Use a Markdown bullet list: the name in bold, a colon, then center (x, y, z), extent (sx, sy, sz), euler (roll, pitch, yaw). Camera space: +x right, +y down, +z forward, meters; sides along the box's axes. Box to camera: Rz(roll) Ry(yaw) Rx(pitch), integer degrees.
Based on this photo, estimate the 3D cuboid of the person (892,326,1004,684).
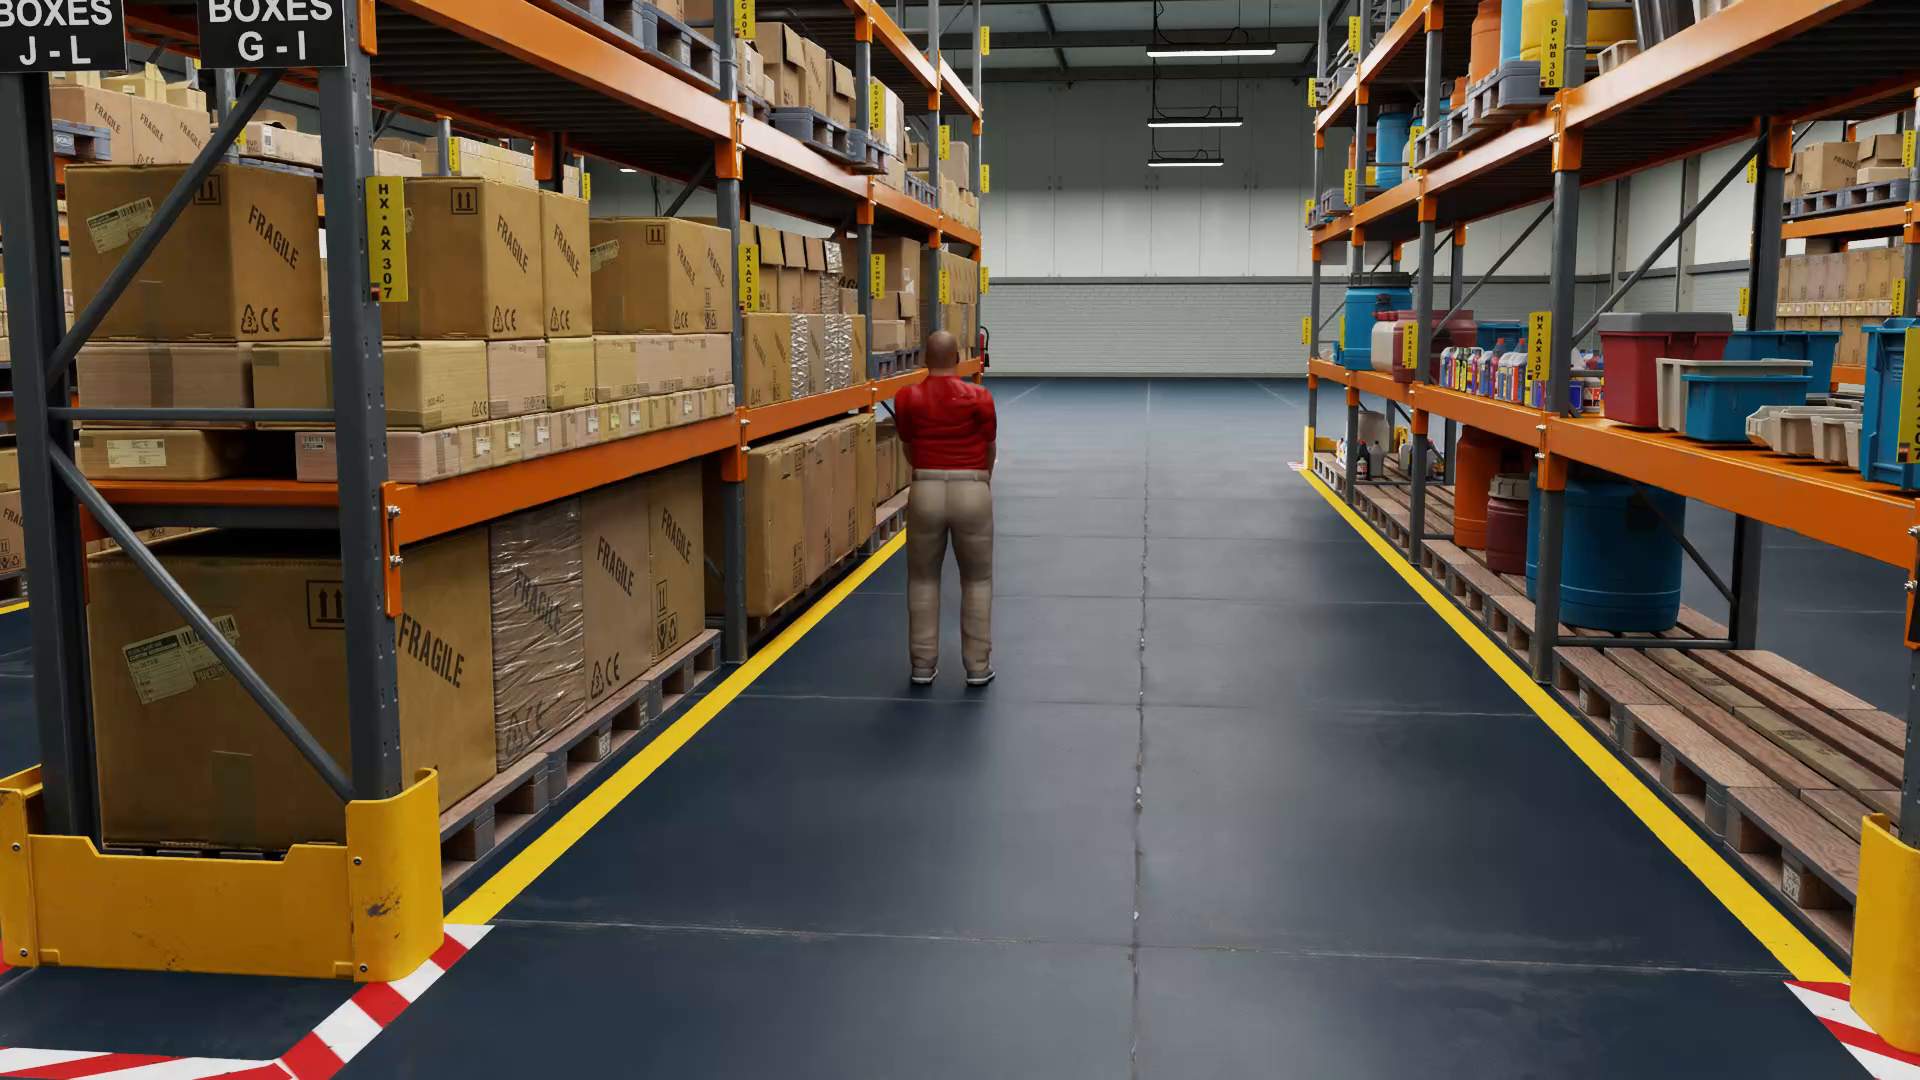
- **person**: center (-0.055, -0.171, 8.107), extent (0.536, 1.734, 0.444), euler (1, 8, 5)
